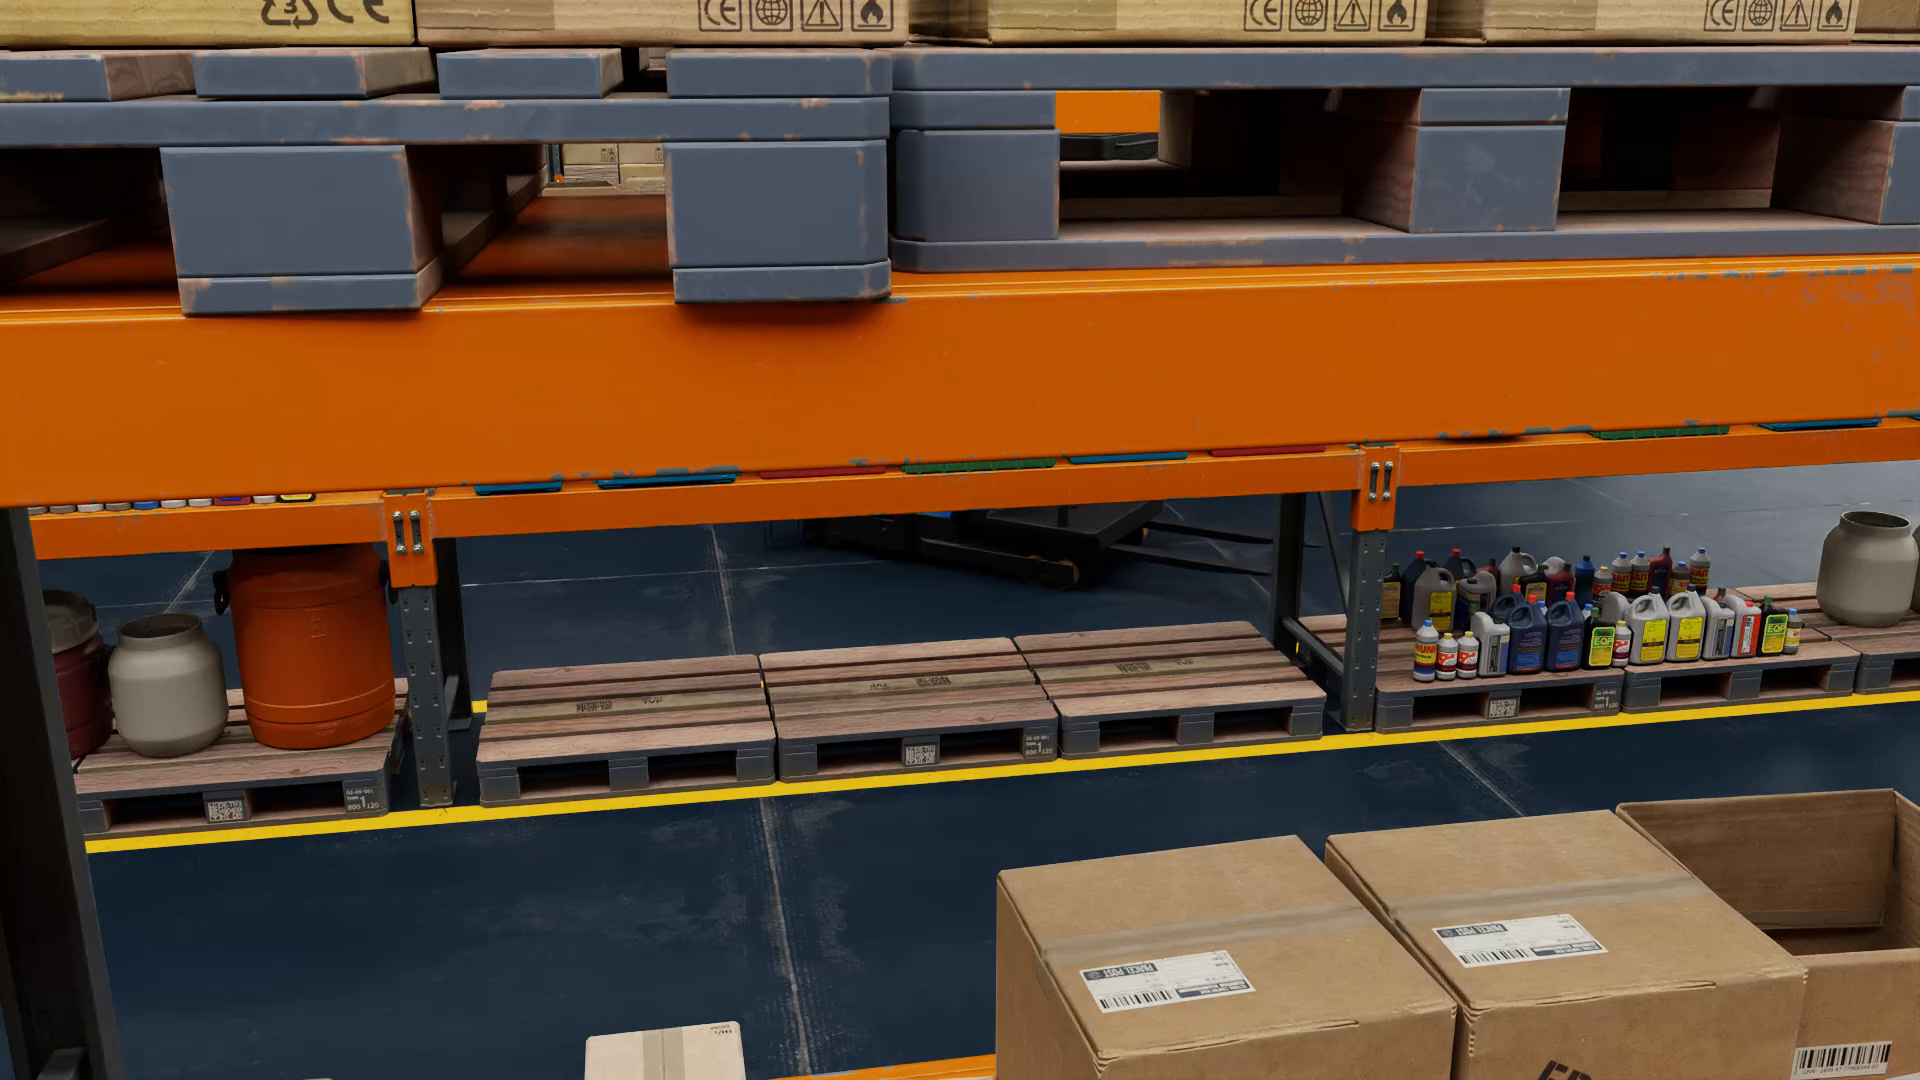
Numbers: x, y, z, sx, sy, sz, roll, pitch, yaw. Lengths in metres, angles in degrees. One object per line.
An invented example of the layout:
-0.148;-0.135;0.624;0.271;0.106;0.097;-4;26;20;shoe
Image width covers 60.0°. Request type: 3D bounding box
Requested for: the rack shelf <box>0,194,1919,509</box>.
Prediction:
0.677;-0.354;2.137;3.809;0.124;0.919;-3;17;-10;rack shelf

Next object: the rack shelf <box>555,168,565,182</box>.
-3.078;-4.539;21.206;4.000;0.370;1.077;-3;17;-10;rack shelf

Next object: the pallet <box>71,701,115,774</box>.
-4.184;0.969;6.797;1.213;0.211;1.003;-3;17;-10;pallet

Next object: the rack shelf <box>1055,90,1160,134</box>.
-0.259;-1.688;6.816;4.000;0.370;1.077;-3;17;-10;rack shelf

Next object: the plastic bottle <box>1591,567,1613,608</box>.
3.261;0.236;8.450;0.097;0.201;0.097;0;17;0;plastic bottle

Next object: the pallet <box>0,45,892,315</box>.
-0.637;-0.466;1.933;1.003;0.211;1.213;-2;17;-8;pallet

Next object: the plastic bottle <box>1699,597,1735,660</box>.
3.523;0.402;7.784;0.135;0.276;0.152;-4;17;-12;plastic bottle

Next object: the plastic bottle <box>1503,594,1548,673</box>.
2.576;0.421;7.595;0.185;0.351;0.144;-3;17;-9;plastic bottle

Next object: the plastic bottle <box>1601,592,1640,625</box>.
3.126;0.381;7.851;0.135;0.276;0.152;-3;17;-10;plastic bottle

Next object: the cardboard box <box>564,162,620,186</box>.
-3.512;-3.345;15.924;0.500;0.500;0.500;-3;17;-10;cardboard box

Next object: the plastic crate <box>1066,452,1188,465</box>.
0.681;-0.551;7.024;0.575;0.384;0.392;-3;17;-10;plastic crate

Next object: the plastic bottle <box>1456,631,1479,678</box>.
2.301;0.515;7.543;0.097;0.201;0.097;0;17;0;plastic bottle

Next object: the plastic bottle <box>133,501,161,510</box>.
-3.073;-0.255;6.252;0.097;0.271;0.097;0;17;0;plastic bottle

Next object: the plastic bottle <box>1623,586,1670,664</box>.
3.179;0.387;7.706;0.185;0.351;0.144;-3;17;-11;plastic bottle

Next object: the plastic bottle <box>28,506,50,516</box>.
-3.455;-0.200;6.192;0.097;0.201;0.097;0;17;0;plastic bottle

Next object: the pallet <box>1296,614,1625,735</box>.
2.372;0.598;8.005;1.213;0.211;1.003;-3;17;-10;pallet

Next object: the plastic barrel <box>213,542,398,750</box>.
-2.700;0.382;6.940;0.708;0.830;0.600;-3;17;-10;plastic barrel

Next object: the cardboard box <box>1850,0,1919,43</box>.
1.495;-0.781;2.179;0.500;0.250;0.500;-5;18;-16;cardboard box

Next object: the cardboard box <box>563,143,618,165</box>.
-3.561;-3.898;16.021;0.500;0.500;0.700;-3;17;-11;cardboard box

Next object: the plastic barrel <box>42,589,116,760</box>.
-3.808;0.560;6.771;0.708;0.588;0.600;-3;17;-10;plastic barrel

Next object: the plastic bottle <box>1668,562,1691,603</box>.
3.691;0.212;8.530;0.097;0.201;0.097;0;17;0;plastic bottle

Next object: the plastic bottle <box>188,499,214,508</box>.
-2.882;-0.232;6.298;0.097;0.201;0.097;0;17;0;plastic bottle

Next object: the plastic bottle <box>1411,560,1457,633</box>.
2.310;0.269;8.090;0.185;0.351;0.144;-3;17;-10;plastic bottle

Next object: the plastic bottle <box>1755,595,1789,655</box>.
3.801;0.396;7.790;0.133;0.283;0.061;-3;17;-9;plastic bottle

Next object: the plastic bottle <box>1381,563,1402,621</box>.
2.115;0.257;8.244;0.133;0.283;0.061;-2;17;-8;plastic bottle

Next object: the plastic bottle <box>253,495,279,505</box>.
-2.655;-0.245;6.340;0.097;0.201;0.097;0;17;0;plastic bottle

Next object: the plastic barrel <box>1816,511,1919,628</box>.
4.508;0.143;8.260;0.421;0.512;0.421;0;17;0;plastic barrel

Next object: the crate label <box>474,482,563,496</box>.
-1.738;-0.322;6.537;0.416;0.233;0.303;-3;17;-10;crate label

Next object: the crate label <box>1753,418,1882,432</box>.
3.876;-0.769;7.646;0.616;0.435;0.502;-3;17;-10;crate label

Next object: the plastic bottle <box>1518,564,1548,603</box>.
2.833;0.259;8.237;0.133;0.283;0.061;-3;17;-10;plastic bottle

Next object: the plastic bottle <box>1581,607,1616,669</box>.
2.932;0.446;7.630;0.133;0.283;0.061;-2;17;-8;plastic bottle

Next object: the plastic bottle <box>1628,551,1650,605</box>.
3.457;0.192;8.476;0.097;0.271;0.097;0;17;0;plastic bottle

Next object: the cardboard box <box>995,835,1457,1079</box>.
0.358;0.795;2.443;0.500;0.500;0.500;-4;18;-13;cardboard box

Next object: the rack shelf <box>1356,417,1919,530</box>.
3.669;-0.477;7.982;4.000;0.370;1.077;-3;17;-10;rack shelf

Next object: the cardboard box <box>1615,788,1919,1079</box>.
1.367;0.738;2.629;0.500;0.500;0.500;-2;17;-6;cardboard box

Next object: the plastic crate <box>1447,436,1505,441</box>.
2.243;-0.672;7.498;0.504;0.338;0.767;-3;17;-10;plastic crate

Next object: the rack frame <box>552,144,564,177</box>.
-5.042;-4.771;20.738;0.127;3.000;1.000;-3;17;-10;rack frame

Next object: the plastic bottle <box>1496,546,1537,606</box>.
2.788;0.199;8.318;0.185;0.351;0.144;-3;17;-11;plastic bottle

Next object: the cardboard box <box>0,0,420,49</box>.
-0.852;-0.663;1.793;0.500;0.250;0.500;-5;18;-15;cardboard box

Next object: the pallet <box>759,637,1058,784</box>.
-0.259;0.747;7.519;1.213;0.211;1.003;-3;17;-10;pallet

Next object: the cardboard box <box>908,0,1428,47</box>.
0.223;-0.726;1.998;0.500;0.250;0.500;-4;17;-12;cardboard box

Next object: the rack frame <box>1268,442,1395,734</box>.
1.705;-0.710;7.513;0.127;3.000;1.000;-3;17;-10;rack frame

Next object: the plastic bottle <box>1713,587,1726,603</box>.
3.639;0.360;7.908;0.133;0.283;0.061;-3;17;-10;plastic bottle

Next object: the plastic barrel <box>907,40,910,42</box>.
-0.038;-2.219;6.466;0.708;0.901;0.600;-3;17;-10;plastic barrel

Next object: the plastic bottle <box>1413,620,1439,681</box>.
2.101;0.493;7.496;0.097;0.271;0.097;0;17;0;plastic bottle

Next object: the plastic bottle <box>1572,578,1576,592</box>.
3.059;0.248;8.413;0.097;0.201;0.097;0;17;0;plastic bottle

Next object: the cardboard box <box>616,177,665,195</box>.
-2.110;-2.265;11.691;0.500;0.500;0.700;-1;17;-2;cardboard box

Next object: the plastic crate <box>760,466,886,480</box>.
-0.578;-0.519;6.784;0.583;0.464;0.402;-3;17;-10;plastic crate

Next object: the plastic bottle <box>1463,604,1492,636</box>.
2.392;0.431;7.678;0.133;0.283;0.061;-3;17;-10;plastic bottle

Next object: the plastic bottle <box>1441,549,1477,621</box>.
2.471;0.217;8.260;0.185;0.351;0.144;-4;18;-13;plastic bottle

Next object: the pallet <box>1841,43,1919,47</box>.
1.777;-0.571;2.279;1.217;0.209;0.805;-4;18;-13;pallet

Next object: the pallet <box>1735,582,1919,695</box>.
4.768;0.462;8.448;1.213;0.211;1.003;-3;17;-10;pallet

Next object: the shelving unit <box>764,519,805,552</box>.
-1.074;-0.397;10.072;0.210;0.900;0.258;1;17;3;shelving unit

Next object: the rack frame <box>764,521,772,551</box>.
-1.176;-0.399;10.077;0.006;0.900;0.240;1;17;3;rack frame

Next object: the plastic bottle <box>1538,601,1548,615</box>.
2.696;0.416;7.746;0.097;0.271;0.097;0;17;0;plastic bottle

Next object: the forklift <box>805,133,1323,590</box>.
0.589;-1.298;9.545;3.031;2.935;1.130;9;19;28;forklift
